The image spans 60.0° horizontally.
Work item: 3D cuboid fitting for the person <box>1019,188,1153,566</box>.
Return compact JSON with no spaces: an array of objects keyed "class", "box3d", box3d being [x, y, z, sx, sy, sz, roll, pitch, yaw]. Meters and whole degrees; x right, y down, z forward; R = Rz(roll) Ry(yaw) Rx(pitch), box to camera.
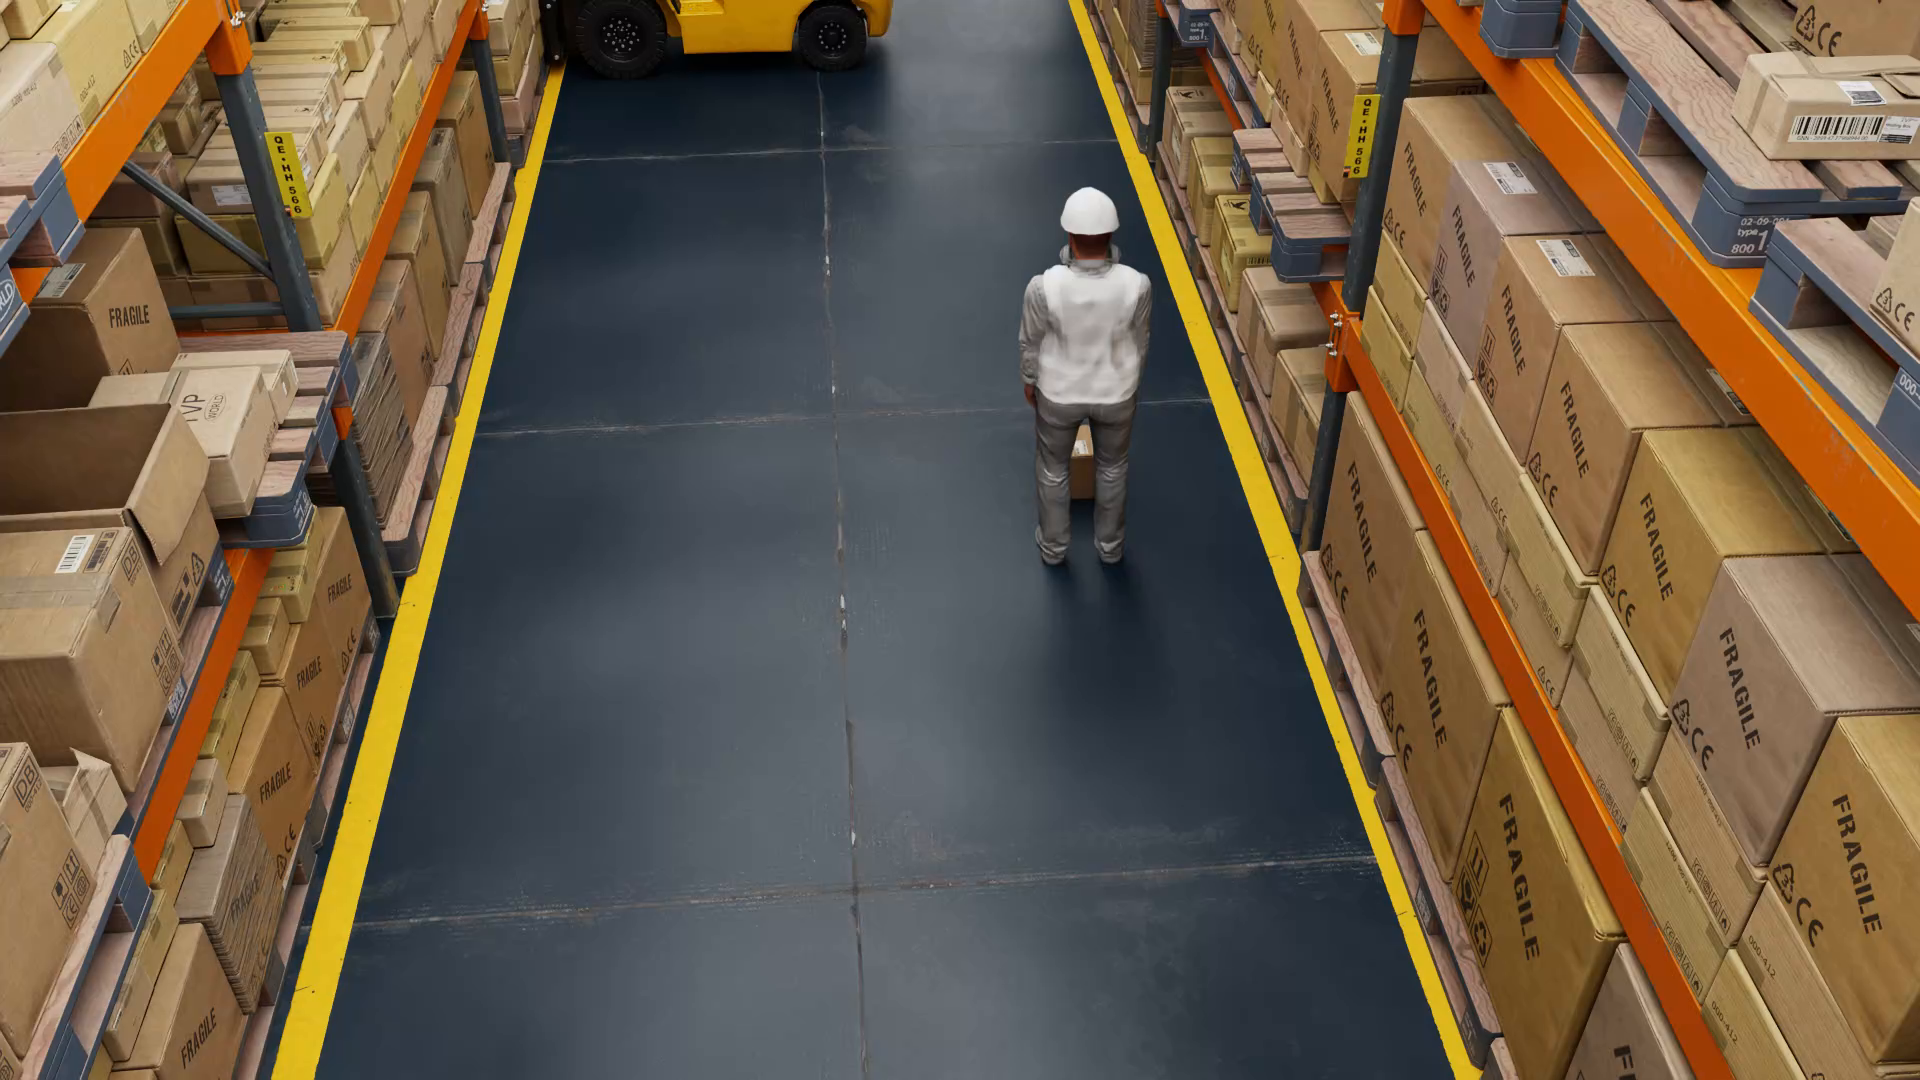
[{"class":"person","box3d":[0.507,-0.647,6.948,0.535,1.763,0.363,-1,39,-1]}]
